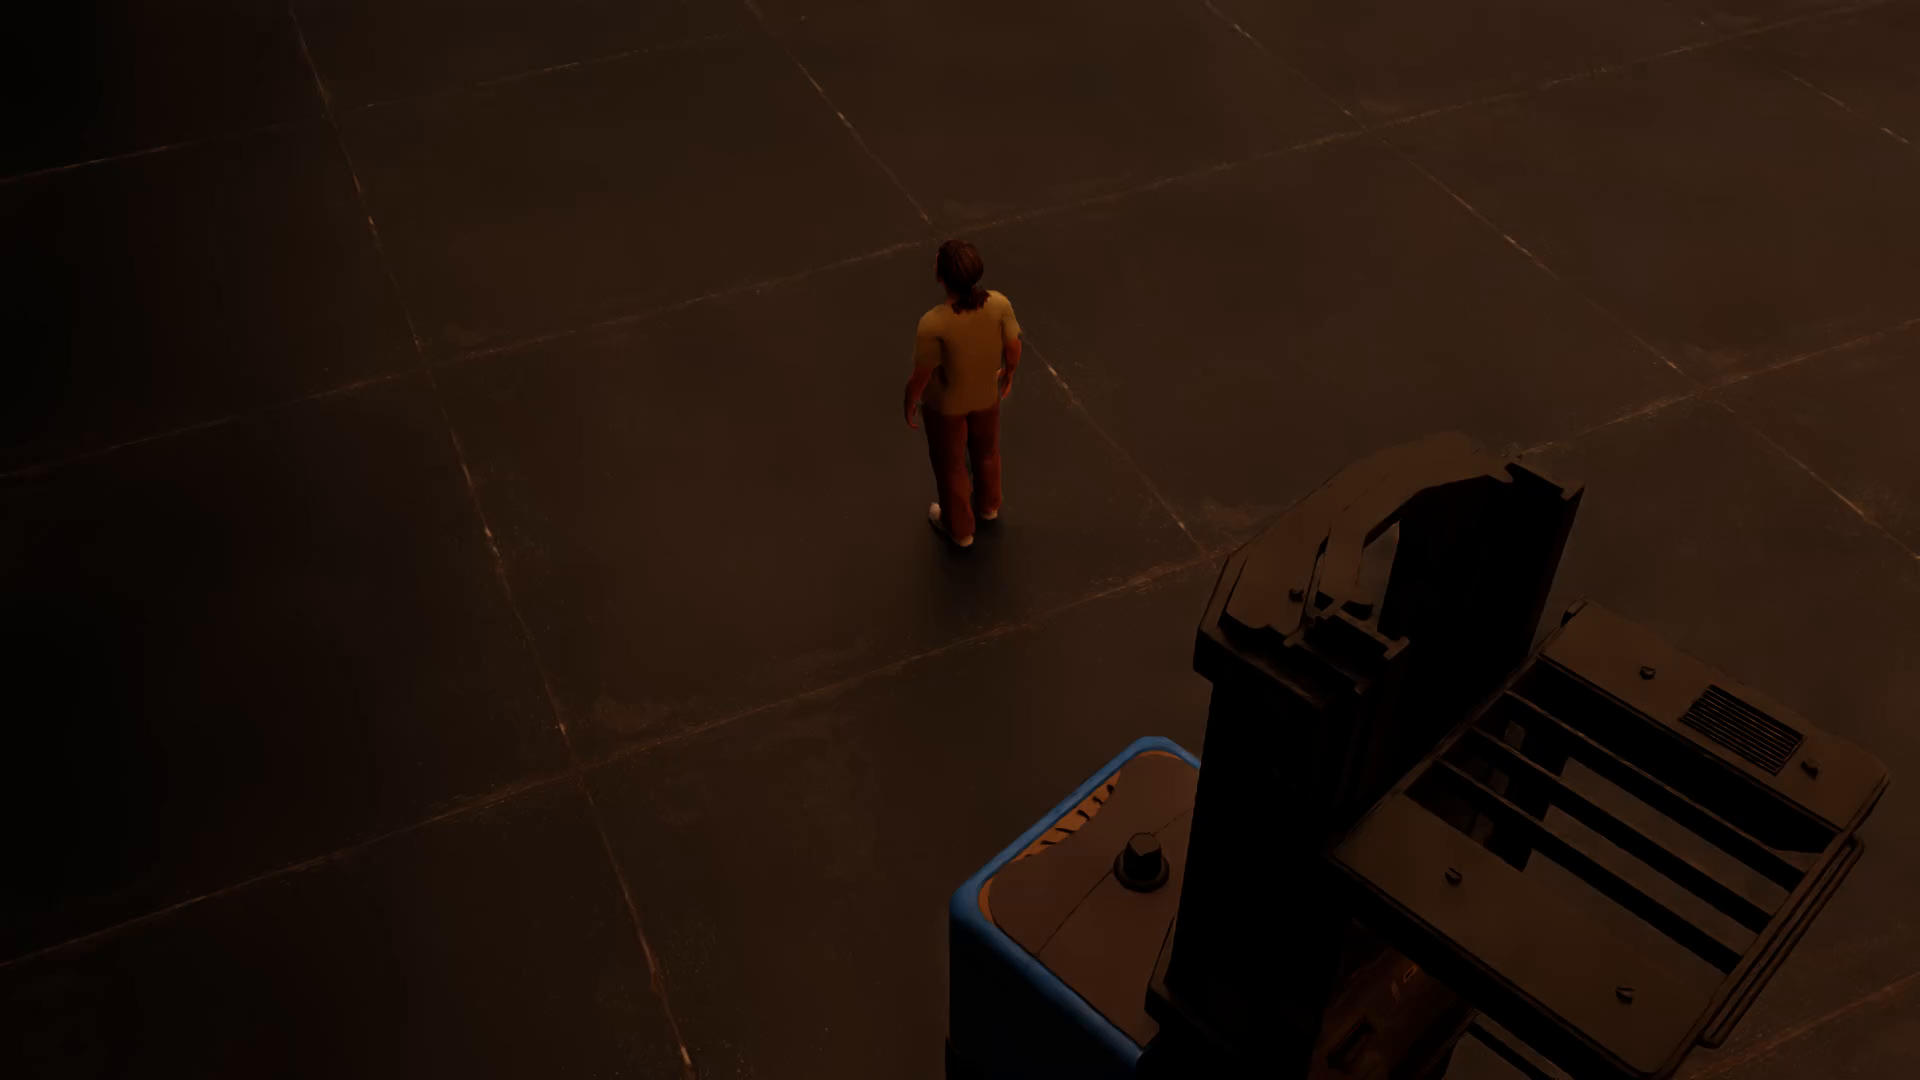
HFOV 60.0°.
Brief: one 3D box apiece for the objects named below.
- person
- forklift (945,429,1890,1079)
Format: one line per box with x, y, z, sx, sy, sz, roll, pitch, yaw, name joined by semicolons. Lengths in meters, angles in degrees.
-0.021;-0.667;7.304;0.554;1.674;0.548;-18;46;-18;person
1.346;1.289;4.298;1.130;2.935;3.031;-34;53;-31;forklift
